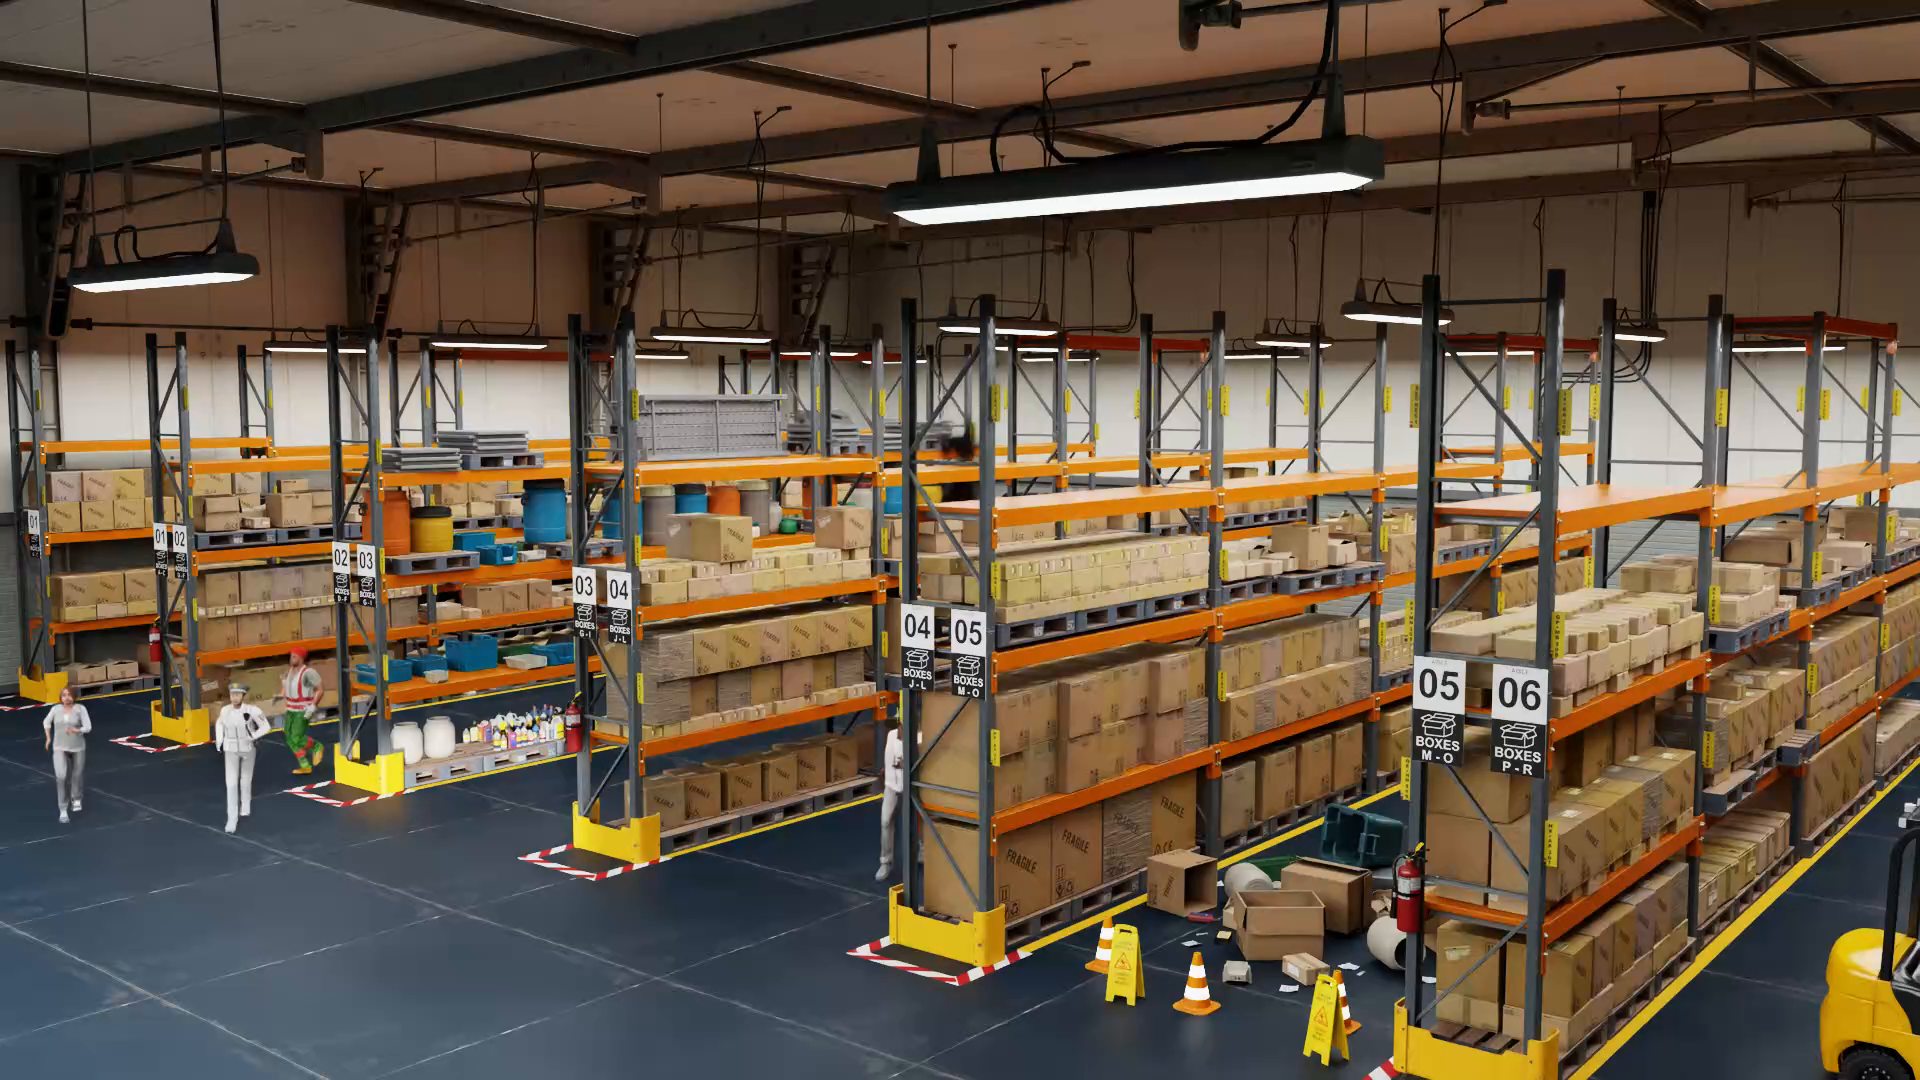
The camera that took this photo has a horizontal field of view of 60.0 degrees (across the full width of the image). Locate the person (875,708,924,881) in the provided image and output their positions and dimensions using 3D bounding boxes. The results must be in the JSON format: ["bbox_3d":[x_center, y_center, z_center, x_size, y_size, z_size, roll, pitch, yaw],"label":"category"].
[{"bbox_3d":[-0.595,2.667,17.800,0.682,1.803,0.879,3,6,26],"label":"person"}]

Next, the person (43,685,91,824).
[{"bbox_3d":[-10.741,2.565,20.038,0.505,1.641,0.710,-3,6,-28],"label":"person"}]

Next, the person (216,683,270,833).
[{"bbox_3d":[-8.524,2.537,19.779,0.630,1.740,0.790,-1,5,-14],"label":"person"}]

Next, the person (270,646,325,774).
[{"bbox_3d":[-8.905,2.298,22.385,0.691,1.744,0.577,3,6,29],"label":"person"}]
